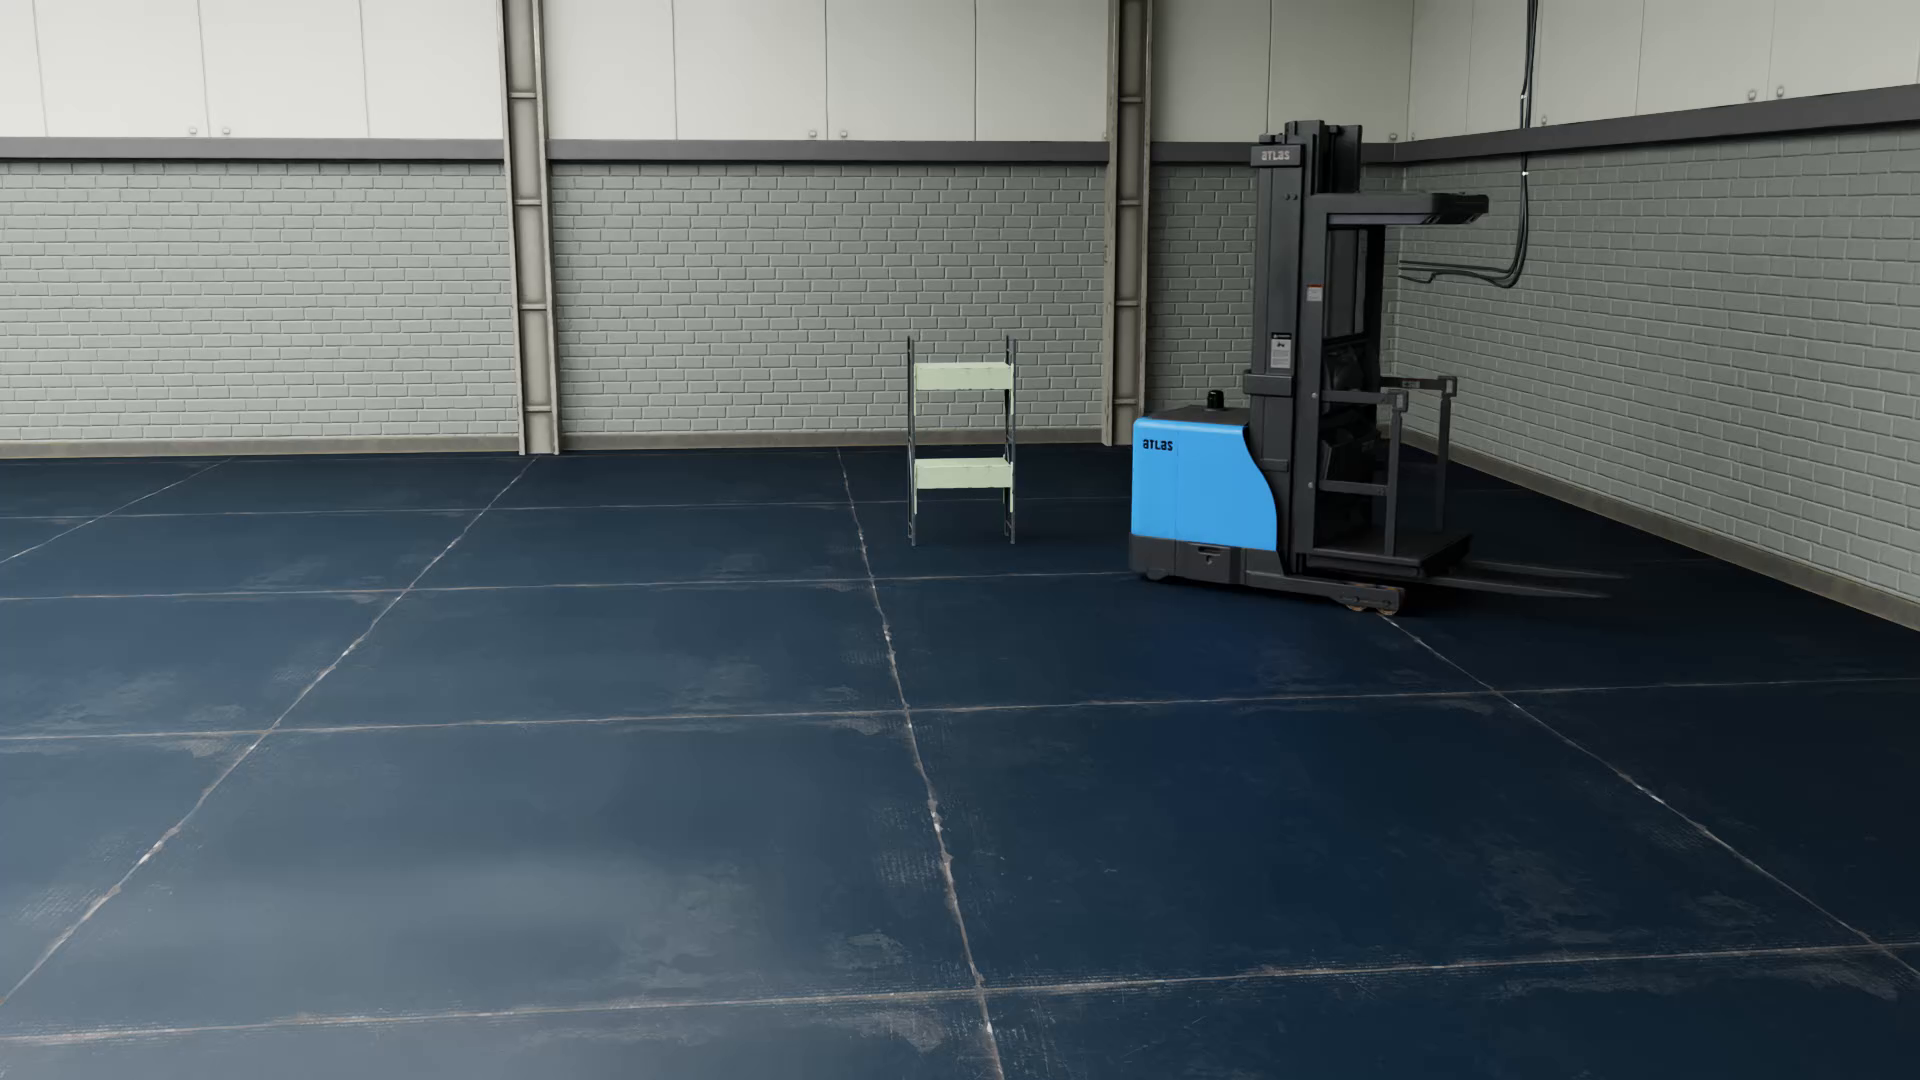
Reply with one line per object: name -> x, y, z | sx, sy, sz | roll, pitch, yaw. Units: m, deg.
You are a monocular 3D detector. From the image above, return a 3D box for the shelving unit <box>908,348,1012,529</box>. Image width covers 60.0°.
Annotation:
shelving unit -> 0.006, -0.736, 12.225 | 0.742, 1.308, 0.380 | -1, 11, -6

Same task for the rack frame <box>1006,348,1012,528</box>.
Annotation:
rack frame -> 0.370, -0.744, 12.264 | 0.010, 1.308, 0.380 | -1, 11, -6

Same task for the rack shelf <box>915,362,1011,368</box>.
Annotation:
rack shelf -> 0.007, -1.250, 12.123 | 0.686, 0.052, 0.368 | -1, 11, -6

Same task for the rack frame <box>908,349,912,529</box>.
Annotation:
rack frame -> -0.357, -0.729, 12.187 | 0.010, 1.308, 0.380 | -1, 11, -6

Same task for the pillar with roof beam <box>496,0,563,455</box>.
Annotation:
pillar with roof beam -> -3.788, -4.481, 11.833 | 0.400, 9.000, 9.100 | -1, 11, -6

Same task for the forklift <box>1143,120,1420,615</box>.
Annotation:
forklift -> 2.628, -1.098, 10.357 | 3.031, 2.935, 1.109 | 7, 13, 32
